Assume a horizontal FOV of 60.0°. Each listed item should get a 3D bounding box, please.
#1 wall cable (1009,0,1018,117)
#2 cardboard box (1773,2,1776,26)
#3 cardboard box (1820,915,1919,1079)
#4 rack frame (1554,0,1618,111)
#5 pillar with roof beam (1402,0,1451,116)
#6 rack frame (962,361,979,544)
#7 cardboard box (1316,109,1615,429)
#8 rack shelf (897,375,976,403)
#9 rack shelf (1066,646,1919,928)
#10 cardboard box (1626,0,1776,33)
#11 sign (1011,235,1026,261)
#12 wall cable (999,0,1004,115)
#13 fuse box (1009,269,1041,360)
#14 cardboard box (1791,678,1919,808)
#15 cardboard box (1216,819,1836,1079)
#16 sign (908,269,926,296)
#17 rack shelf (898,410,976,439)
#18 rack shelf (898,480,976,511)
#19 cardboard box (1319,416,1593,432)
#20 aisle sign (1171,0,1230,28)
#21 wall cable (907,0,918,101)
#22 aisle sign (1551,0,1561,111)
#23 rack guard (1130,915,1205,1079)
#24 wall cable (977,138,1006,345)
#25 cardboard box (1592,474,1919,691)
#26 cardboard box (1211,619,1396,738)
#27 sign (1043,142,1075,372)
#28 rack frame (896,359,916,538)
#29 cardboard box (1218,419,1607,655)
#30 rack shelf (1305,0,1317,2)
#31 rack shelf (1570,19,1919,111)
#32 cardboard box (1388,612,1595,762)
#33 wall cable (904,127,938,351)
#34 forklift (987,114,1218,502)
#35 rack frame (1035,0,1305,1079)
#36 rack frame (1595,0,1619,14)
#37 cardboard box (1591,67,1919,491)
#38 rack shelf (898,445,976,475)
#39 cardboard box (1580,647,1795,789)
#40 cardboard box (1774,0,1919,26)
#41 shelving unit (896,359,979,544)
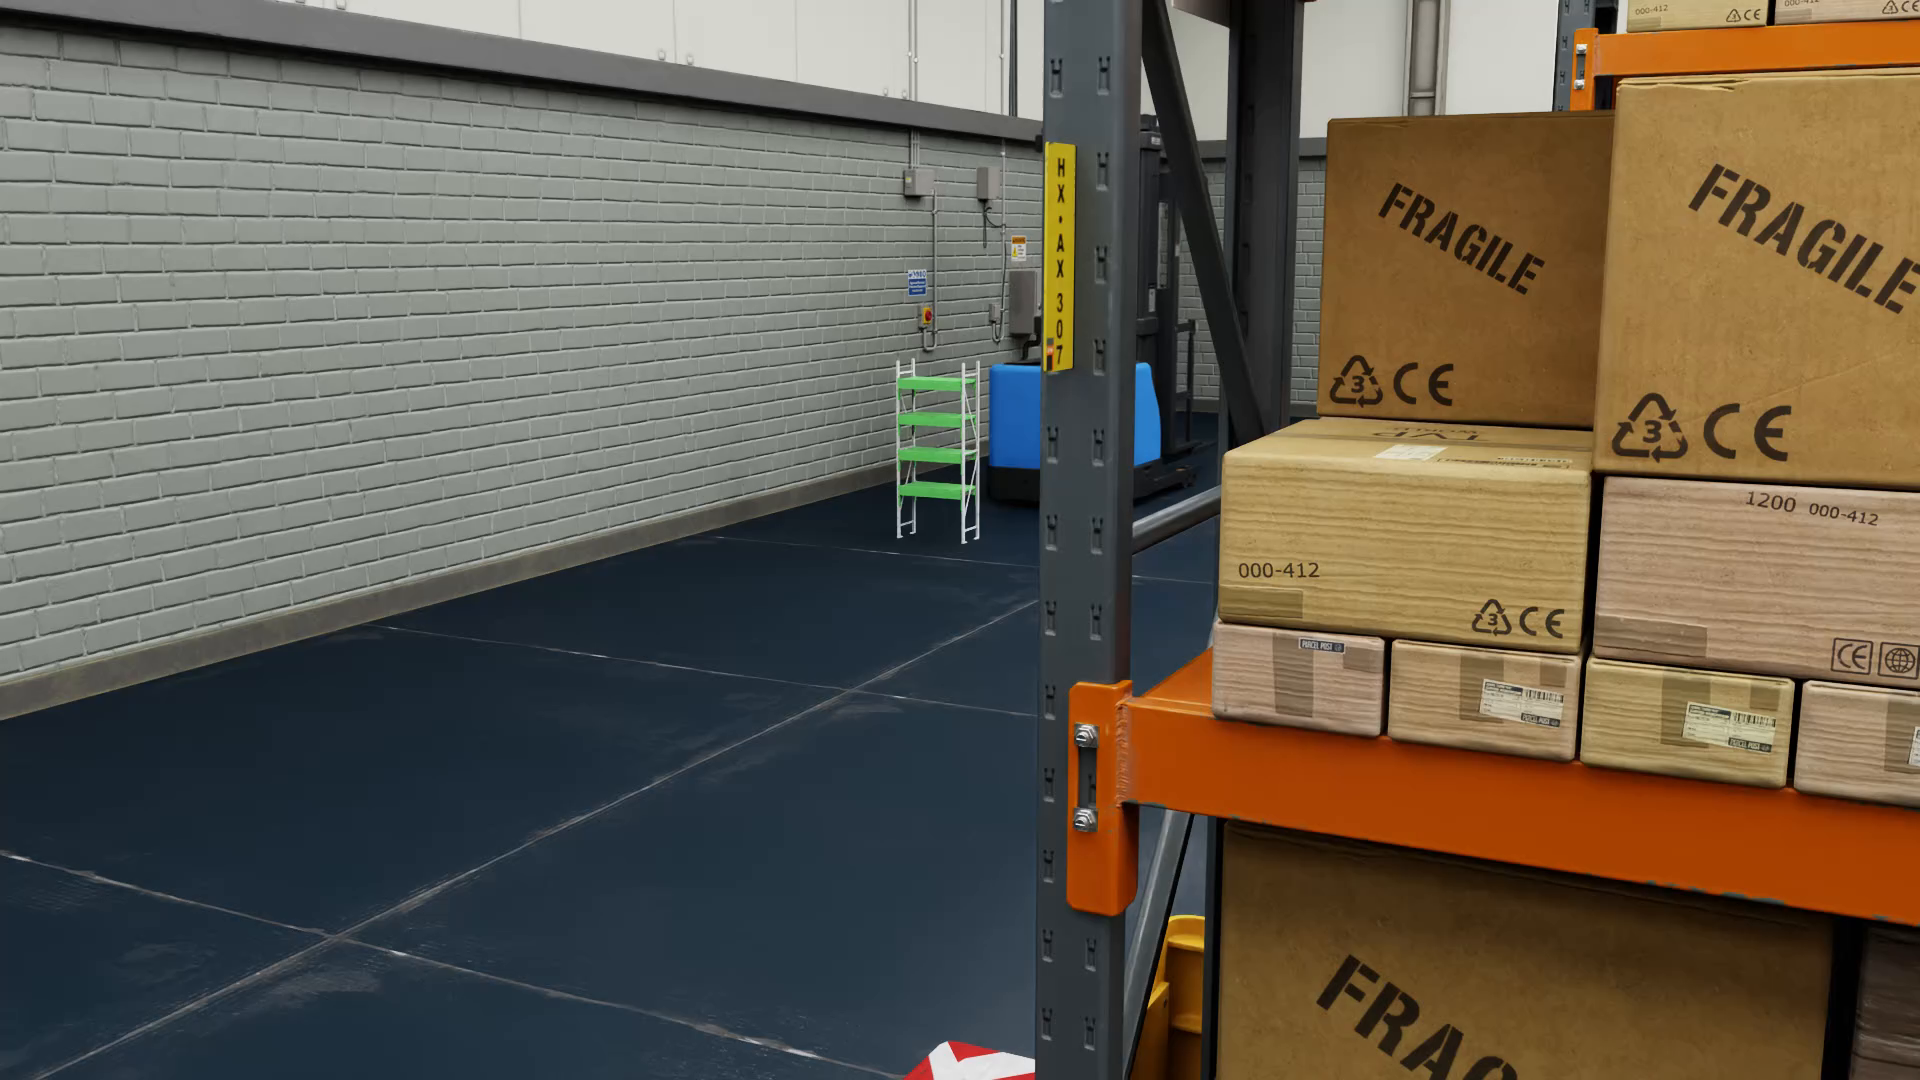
[{"bbox_3d":[1.157,-5.552,16.533,0.133,3.039,2.988,5,11,26],"label":"wall cable"},{"bbox_3d":[3.206,-2.226,7.107,0.500,0.250,0.500,5,11,25],"label":"cardboard box"},{"bbox_3d":[1.821,0.915,2.540,0.875,0.875,0.875,5,11,26],"label":"cardboard box"},{"bbox_3d":[2.681,-0.818,7.326,0.127,3.000,1.000,5,11,26],"label":"rack frame"},{"bbox_3d":[3.050,-5.030,13.756,0.400,9.000,9.100,5,11,26],"label":"pillar with roof beam"},{"bbox_3d":[0.070,-0.584,11.089,0.015,1.200,0.240,5,11,26],"label":"rack frame"},{"bbox_3d":[0.949,-0.479,2.933,0.500,0.500,0.500,5,11,27],"label":"cardboard box"},{"bbox_3d":[-0.148,-1.013,11.121,0.480,0.148,0.258,5,11,26],"label":"rack shelf"},{"bbox_3d":[2.189,0.478,2.186,4.000,0.370,1.077,5,11,26],"label":"rack shelf"},{"bbox_3d":[2.971,-2.144,6.651,0.500,0.250,0.500,5,12,28],"label":"cardboard box"},{"bbox_3d":[0.564,-2.795,15.930,0.001,0.242,0.339,5,11,26],"label":"sign"},{"bbox_3d":[-0.110,-5.091,14.094,0.029,3.000,2.355,5,11,26],"label":"wall cable"},{"bbox_3d":[0.774,-1.747,16.077,0.414,1.711,0.539,5,11,26],"label":"fuse box"},{"bbox_3d":[1.263,0.231,2.235,0.250,0.149,0.380,5,11,25],"label":"cardboard box"},{"bbox_3d":[1.005,0.843,2.937,0.875,0.875,0.875,5,11,26],"label":"cardboard box"},{"bbox_3d":[-0.363,-2.187,14.132,0.001,0.218,0.327,5,11,26],"label":"sign"},{"bbox_3d":[-0.148,-0.777,11.164,0.480,0.148,0.258,5,11,26],"label":"rack shelf"},{"bbox_3d":[-0.148,-0.304,11.250,0.480,0.148,0.258,5,11,26],"label":"rack shelf"},{"bbox_3d":[0.948,-0.110,3.003,0.500,0.250,0.500,5,11,25],"label":"cardboard box"},{"bbox_3d":[0.464,-1.366,3.057,0.004,0.787,0.394,5,11,26],"label":"aisle sign"},{"bbox_3d":[-0.445,-4.972,13.432,0.029,3.000,0.463,5,11,26],"label":"wall cable"},{"bbox_3d":[2.483,-2.055,6.861,0.004,0.787,0.394,5,11,26],"label":"aisle sign"},{"bbox_3d":[0.374,1.195,3.226,0.348,0.500,1.175,5,11,26],"label":"rack guard"},{"bbox_3d":[0.331,-2.784,15.339,0.122,1.984,0.588,5,11,26],"label":"wall cable"},{"bbox_3d":[1.176,0.015,2.312,0.500,0.250,0.500,5,11,25],"label":"cardboard box"},{"bbox_3d":[0.568,0.171,2.569,0.250,0.149,0.380,5,11,26],"label":"cardboard box"},{"bbox_3d":[0.145,-0.410,2.422,0.005,0.325,0.100,5,11,26],"label":"sign"},{"bbox_3d":[-0.367,-0.623,11.302,0.015,1.200,0.240,5,11,26],"label":"rack frame"},{"bbox_3d":[0.707,-0.025,2.532,0.500,0.250,0.500,5,11,24],"label":"cardboard box"},{"bbox_3d":[2.189,-0.998,1.919,4.000,0.370,1.077,5,11,26],"label":"rack shelf"},{"bbox_3d":[4.475,-1.782,6.252,4.000,0.370,1.077,5,11,26],"label":"rack shelf"},{"bbox_3d":[0.799,0.191,2.459,0.250,0.149,0.380,5,11,25],"label":"cardboard box"},{"bbox_3d":[-0.286,-2.572,14.079,0.123,1.953,0.585,5,11,26],"label":"wall cable"},{"bbox_3d":[1.321,-1.893,13.462,1.130,2.935,3.031,5,11,26],"label":"forklift"},{"bbox_3d":[0.397,-0.034,2.996,0.053,2.616,0.949,5,11,26],"label":"rack frame"},{"bbox_3d":[2.681,-3.770,6.791,0.127,3.000,1.000,5,11,26],"label":"rack frame"},{"bbox_3d":[1.155,-0.355,2.248,0.500,0.500,0.500,5,11,24],"label":"cardboard box"},{"bbox_3d":[-0.148,-0.541,11.207,0.480,0.148,0.258,5,11,26],"label":"rack shelf"},{"bbox_3d":[1.029,0.211,2.348,0.250,0.149,0.380,5,11,24],"label":"cardboard box"},{"bbox_3d":[3.441,-2.102,6.418,0.500,0.250,0.500,5,12,28],"label":"cardboard box"},{"bbox_3d":[-0.148,-0.603,11.195,0.503,1.200,0.258,5,11,26],"label":"shelving unit"}]
